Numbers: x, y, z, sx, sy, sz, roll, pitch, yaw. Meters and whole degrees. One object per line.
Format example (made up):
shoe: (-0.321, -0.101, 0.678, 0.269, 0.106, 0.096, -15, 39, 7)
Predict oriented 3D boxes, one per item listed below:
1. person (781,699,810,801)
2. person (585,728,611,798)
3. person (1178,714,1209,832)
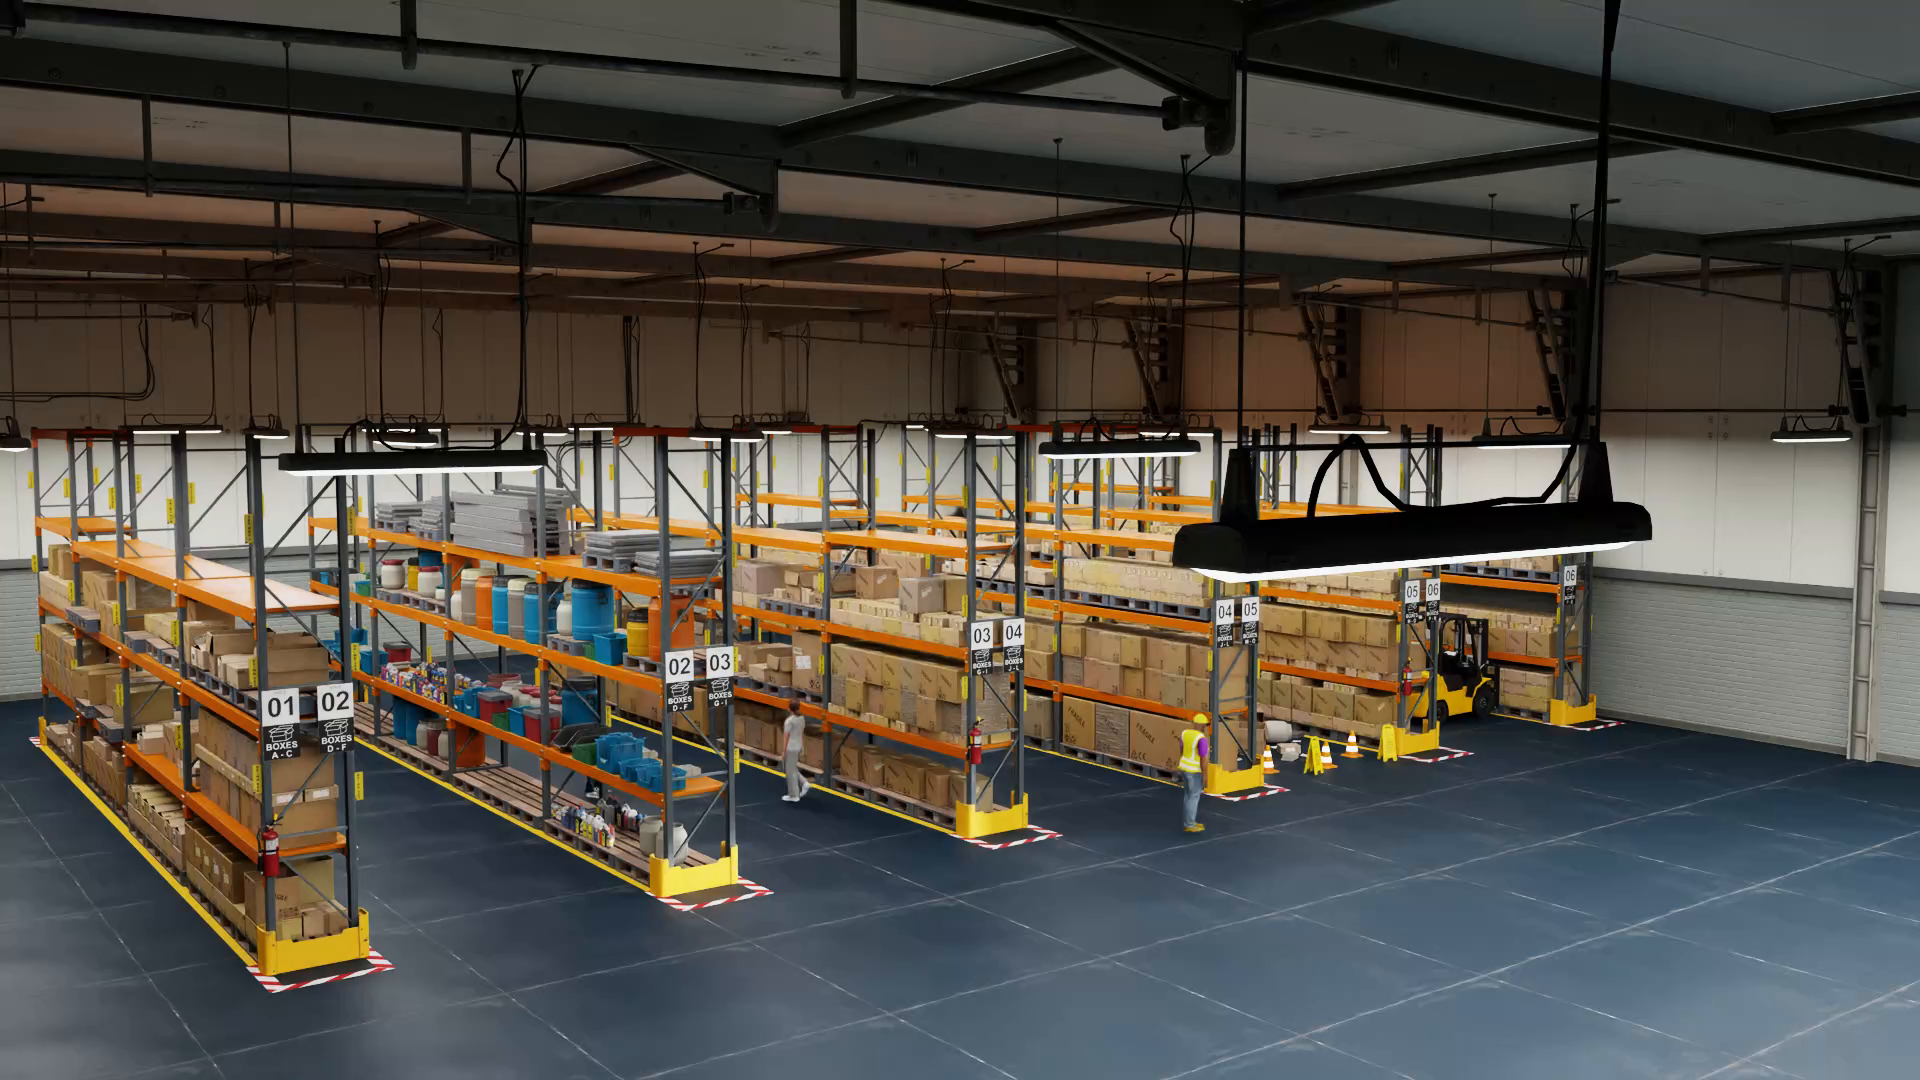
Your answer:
person: (-2.672, 3.378, 26.756, 0.494, 1.666, 0.441, 1, 5, 12)
person: (-5.923, 3.404, 27.247, 0.543, 1.599, 0.559, -2, 5, -28)
person: (3.546, 3.489, 25.023, 0.447, 1.772, 0.603, -2, 5, -25)
